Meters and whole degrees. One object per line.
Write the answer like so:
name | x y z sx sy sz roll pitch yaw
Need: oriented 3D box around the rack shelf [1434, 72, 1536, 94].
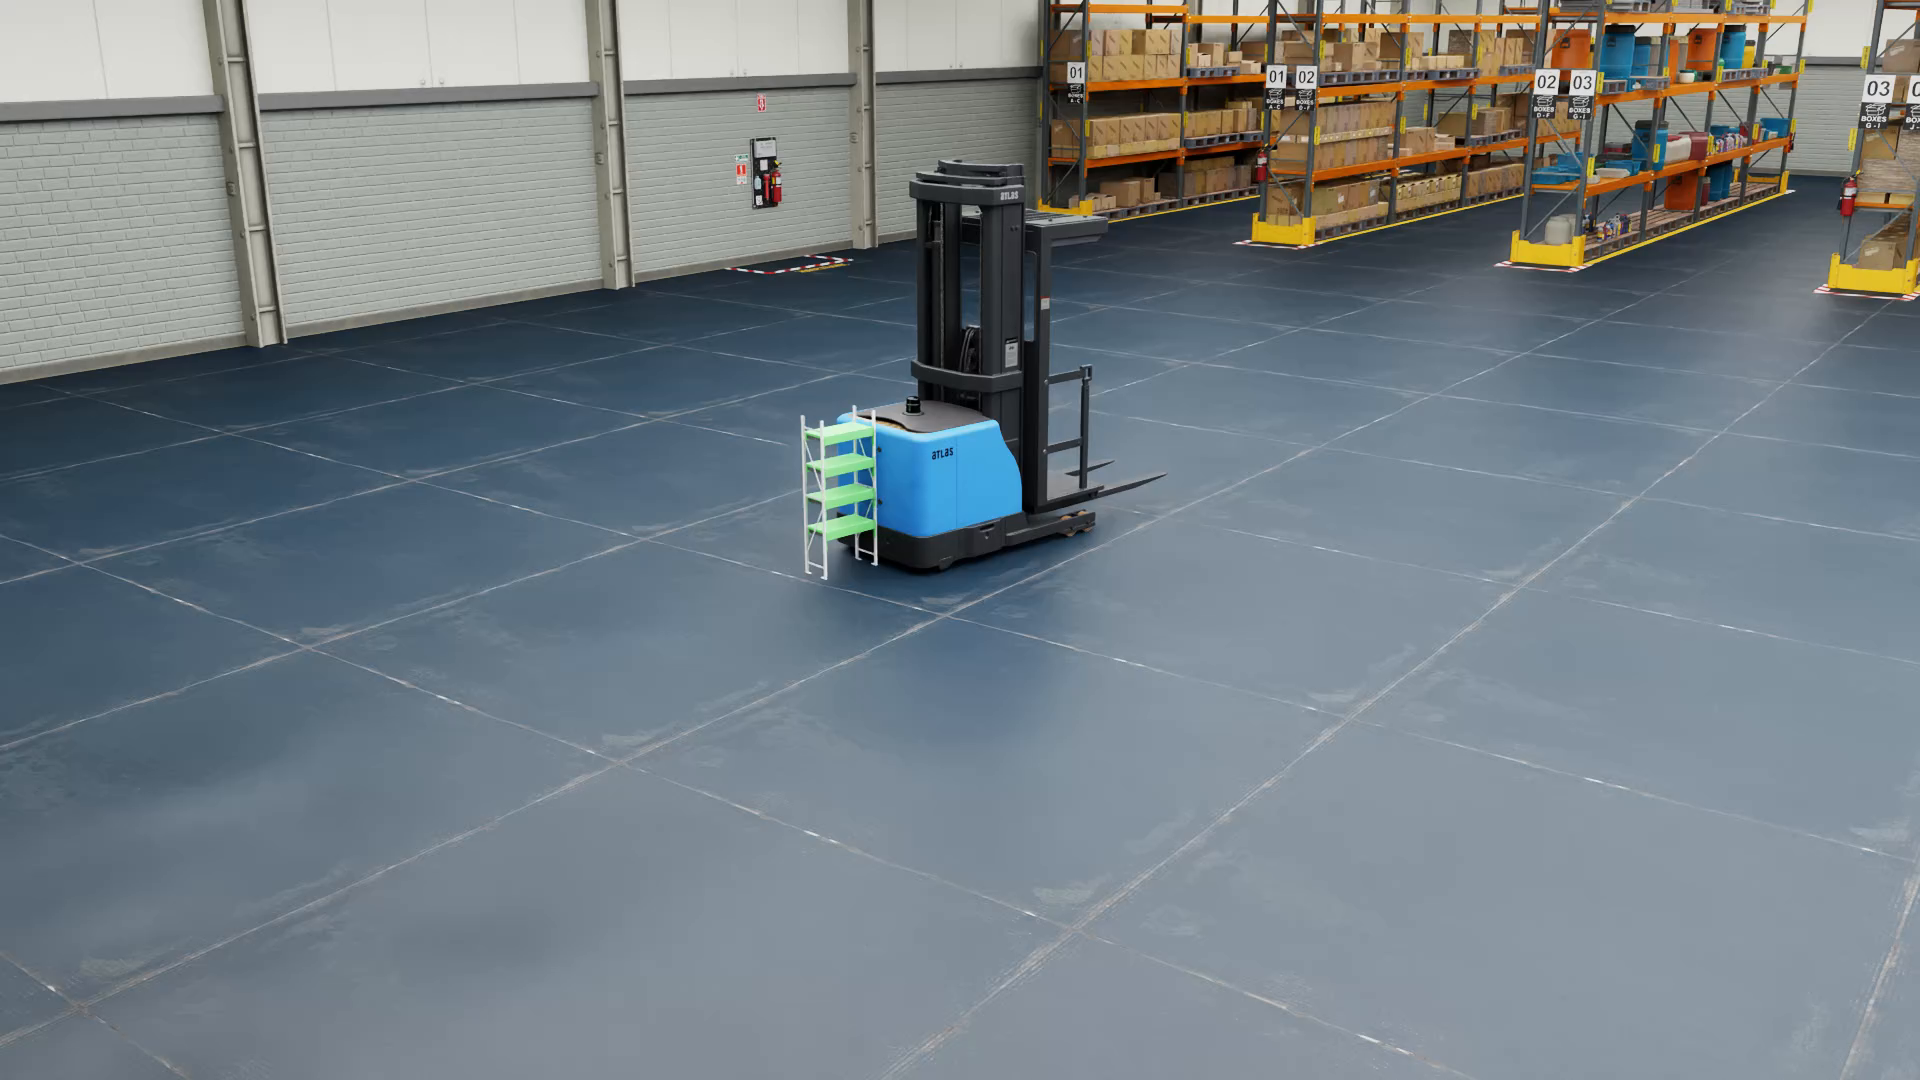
rack shelf | 12.044 -10.515 38.200 1.077 0.370 4.000 12 21 35

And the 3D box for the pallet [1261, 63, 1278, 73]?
pallet | 7.213 -11.329 39.927 1.213 0.211 1.003 14 22 37

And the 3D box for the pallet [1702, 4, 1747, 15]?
pallet | 15.283 -10.823 33.916 1.213 0.211 1.003 12 21 35

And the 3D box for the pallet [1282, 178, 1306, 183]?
pallet | 8.130 -8.956 41.727 1.003 0.211 1.213 12 21 35

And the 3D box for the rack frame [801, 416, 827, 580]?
rack frame | -1.070 -0.306 12.205 0.015 1.200 0.240 -16 23 -41

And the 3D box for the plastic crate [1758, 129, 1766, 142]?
plastic crate | 18.269 -9.329 38.326 0.437 0.282 0.530 12 21 35

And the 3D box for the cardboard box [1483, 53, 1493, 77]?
cardboard box | 11.389 -10.661 37.289 0.910 0.500 0.500 12 21 35

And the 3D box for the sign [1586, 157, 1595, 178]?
sign | 10.501 -6.202 27.689 0.100 0.325 0.005 12 21 35

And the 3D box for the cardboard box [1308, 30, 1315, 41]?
cardboard box | 8.626 -12.639 41.652 0.500 0.250 0.500 14 22 39

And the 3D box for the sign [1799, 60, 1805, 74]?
sign | 20.046 -11.268 39.589 0.100 0.325 0.005 12 21 35

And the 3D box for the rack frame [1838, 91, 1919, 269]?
rack frame | 14.039 -5.292 25.229 1.000 3.000 0.127 12 21 35

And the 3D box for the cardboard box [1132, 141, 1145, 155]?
cardboard box | 3.560 -8.283 35.077 0.500 0.250 0.500 13 21 35

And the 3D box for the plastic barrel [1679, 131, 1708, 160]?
plastic barrel | 14.795 -7.974 33.634 0.600 0.536 0.708 12 21 35

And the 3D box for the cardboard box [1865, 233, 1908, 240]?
cardboard box | 14.754 -4.593 26.484 0.500 0.500 0.500 -13 22 -36

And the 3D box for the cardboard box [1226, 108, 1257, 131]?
cardboard box | 6.600 -9.968 39.374 0.700 0.500 0.500 10 20 28

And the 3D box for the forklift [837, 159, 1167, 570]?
forklift | 0.460 -1.528 13.221 3.031 2.935 1.130 -16 23 -41

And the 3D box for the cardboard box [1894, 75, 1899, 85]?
cardboard box | 13.954 -6.965 25.137 0.380 0.149 0.250 12 21 35

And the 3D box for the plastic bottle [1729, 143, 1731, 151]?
plastic bottle | 16.591 -8.508 35.919 0.097 0.201 0.097 0 17 0

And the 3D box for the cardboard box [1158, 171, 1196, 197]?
cardboard box | 4.914 -8.066 37.632 0.700 0.500 0.500 13 22 37

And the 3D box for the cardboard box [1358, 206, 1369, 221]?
cardboard box | 7.776 -6.496 33.032 0.500 0.250 0.500 12 21 35

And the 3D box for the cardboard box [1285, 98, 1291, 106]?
cardboard box | 7.669 -10.572 40.261 0.500 0.250 0.500 12 21 34

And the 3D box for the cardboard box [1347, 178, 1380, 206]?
cardboard box | 8.061 -6.976 33.314 0.500 0.500 0.500 12 21 35

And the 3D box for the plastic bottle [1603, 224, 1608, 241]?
plastic bottle | 11.542 -5.508 29.761 0.061 0.283 0.133 13 21 36

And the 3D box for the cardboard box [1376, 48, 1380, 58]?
cardboard box | 10.800 -12.868 43.942 0.500 0.250 0.500 12 21 33

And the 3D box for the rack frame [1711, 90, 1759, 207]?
rack frame | 17.212 -9.026 37.251 1.000 3.000 0.127 12 21 35

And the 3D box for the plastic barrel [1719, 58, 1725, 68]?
plastic barrel | 15.644 -9.844 34.380 0.294 0.245 0.294 0 17 0

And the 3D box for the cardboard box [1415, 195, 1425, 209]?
cardboard box | 9.520 -7.182 35.240 0.500 0.250 0.500 12 21 33

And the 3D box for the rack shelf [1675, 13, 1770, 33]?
rack shelf | 16.020 -10.880 34.993 1.077 0.370 4.000 12 21 35

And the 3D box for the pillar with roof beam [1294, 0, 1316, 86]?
pillar with roof beam | 12.435 -13.200 40.578 9.100 9.000 0.400 12 21 35

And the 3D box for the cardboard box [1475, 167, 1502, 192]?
cardboard box | 12.270 -8.393 38.686 0.500 0.500 0.500 12 21 33

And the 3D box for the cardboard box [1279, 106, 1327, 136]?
cardboard box | 6.406 -7.833 31.053 0.700 0.500 0.500 13 21 35

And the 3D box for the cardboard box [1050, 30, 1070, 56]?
cardboard box | 2.152 -10.035 33.553 0.500 0.500 0.500 14 22 37

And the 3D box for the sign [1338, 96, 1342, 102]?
sign | 9.697 -11.198 42.427 0.100 0.325 0.005 12 21 35

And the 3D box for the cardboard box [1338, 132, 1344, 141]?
cardboard box | 7.106 -7.703 31.728 0.380 0.149 0.250 12 21 33

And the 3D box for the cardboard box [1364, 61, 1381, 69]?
cardboard box | 7.970 -9.241 32.365 0.380 0.149 0.250 12 21 35

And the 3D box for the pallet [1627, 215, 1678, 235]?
pallet | 13.608 -6.274 33.092 1.003 0.211 1.213 12 21 35

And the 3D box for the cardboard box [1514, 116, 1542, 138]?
cardboard box | 13.758 -10.023 40.293 0.500 0.500 0.500 13 22 36

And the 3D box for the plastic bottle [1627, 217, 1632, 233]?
plastic bottle | 12.423 -5.860 30.896 0.061 0.283 0.133 14 22 37

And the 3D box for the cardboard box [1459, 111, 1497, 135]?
cardboard box | 11.835 -9.552 38.067 0.500 0.500 0.700 -15 23 -40

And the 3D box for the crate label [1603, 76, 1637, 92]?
crate label | 11.442 -7.917 28.872 0.502 0.251 0.408 12 21 35

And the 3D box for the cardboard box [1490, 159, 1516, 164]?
cardboard box | 13.347 -9.104 40.976 0.500 0.500 0.500 12 21 35

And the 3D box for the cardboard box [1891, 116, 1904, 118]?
cardboard box | 15.654 -6.731 27.504 0.500 0.500 0.500 12 21 35

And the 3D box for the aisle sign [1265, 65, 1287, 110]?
aisle sign | 5.811 -8.322 30.600 0.394 0.787 0.004 12 21 35

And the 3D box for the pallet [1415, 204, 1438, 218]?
pallet | 9.603 -7.139 35.877 1.003 0.211 1.213 12 21 35

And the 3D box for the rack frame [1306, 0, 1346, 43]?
rack frame | 9.255 -13.641 41.998 1.000 3.000 0.127 12 21 35

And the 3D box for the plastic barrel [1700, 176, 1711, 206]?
plastic barrel | 15.779 -7.511 35.729 0.600 0.588 0.708 12 21 35

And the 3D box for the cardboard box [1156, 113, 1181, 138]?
cardboard box | 4.455 -9.000 36.122 0.500 0.500 0.500 12 21 35

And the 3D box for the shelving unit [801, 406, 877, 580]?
shelving unit | -0.892 -0.355 12.364 0.503 1.200 0.258 -16 23 -41

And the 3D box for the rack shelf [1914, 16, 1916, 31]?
rack shelf | 17.614 -9.052 29.107 1.077 0.370 4.000 12 21 35

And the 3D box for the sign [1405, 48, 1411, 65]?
sign | 8.916 -9.616 33.088 0.100 0.325 0.005 12 21 35

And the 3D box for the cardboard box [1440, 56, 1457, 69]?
cardboard box | 10.330 -10.265 35.727 0.500 0.250 0.500 13 22 36

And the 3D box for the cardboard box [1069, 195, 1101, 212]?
cardboard box | 2.590 -6.993 34.497 0.500 0.311 0.500 10 20 29

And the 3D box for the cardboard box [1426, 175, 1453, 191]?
cardboard box | 10.434 -7.811 36.322 0.500 0.311 0.500 12 21 34

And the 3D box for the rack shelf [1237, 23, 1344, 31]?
rack shelf | 8.064 -12.631 40.630 1.077 0.370 4.000 12 21 35

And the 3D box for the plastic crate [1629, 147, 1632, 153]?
plastic crate | 12.852 -7.430 32.140 0.392 0.384 0.575 12 21 35

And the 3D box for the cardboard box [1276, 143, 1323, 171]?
cardboard box | 6.374 -7.201 31.204 0.700 0.500 0.500 12 21 35
